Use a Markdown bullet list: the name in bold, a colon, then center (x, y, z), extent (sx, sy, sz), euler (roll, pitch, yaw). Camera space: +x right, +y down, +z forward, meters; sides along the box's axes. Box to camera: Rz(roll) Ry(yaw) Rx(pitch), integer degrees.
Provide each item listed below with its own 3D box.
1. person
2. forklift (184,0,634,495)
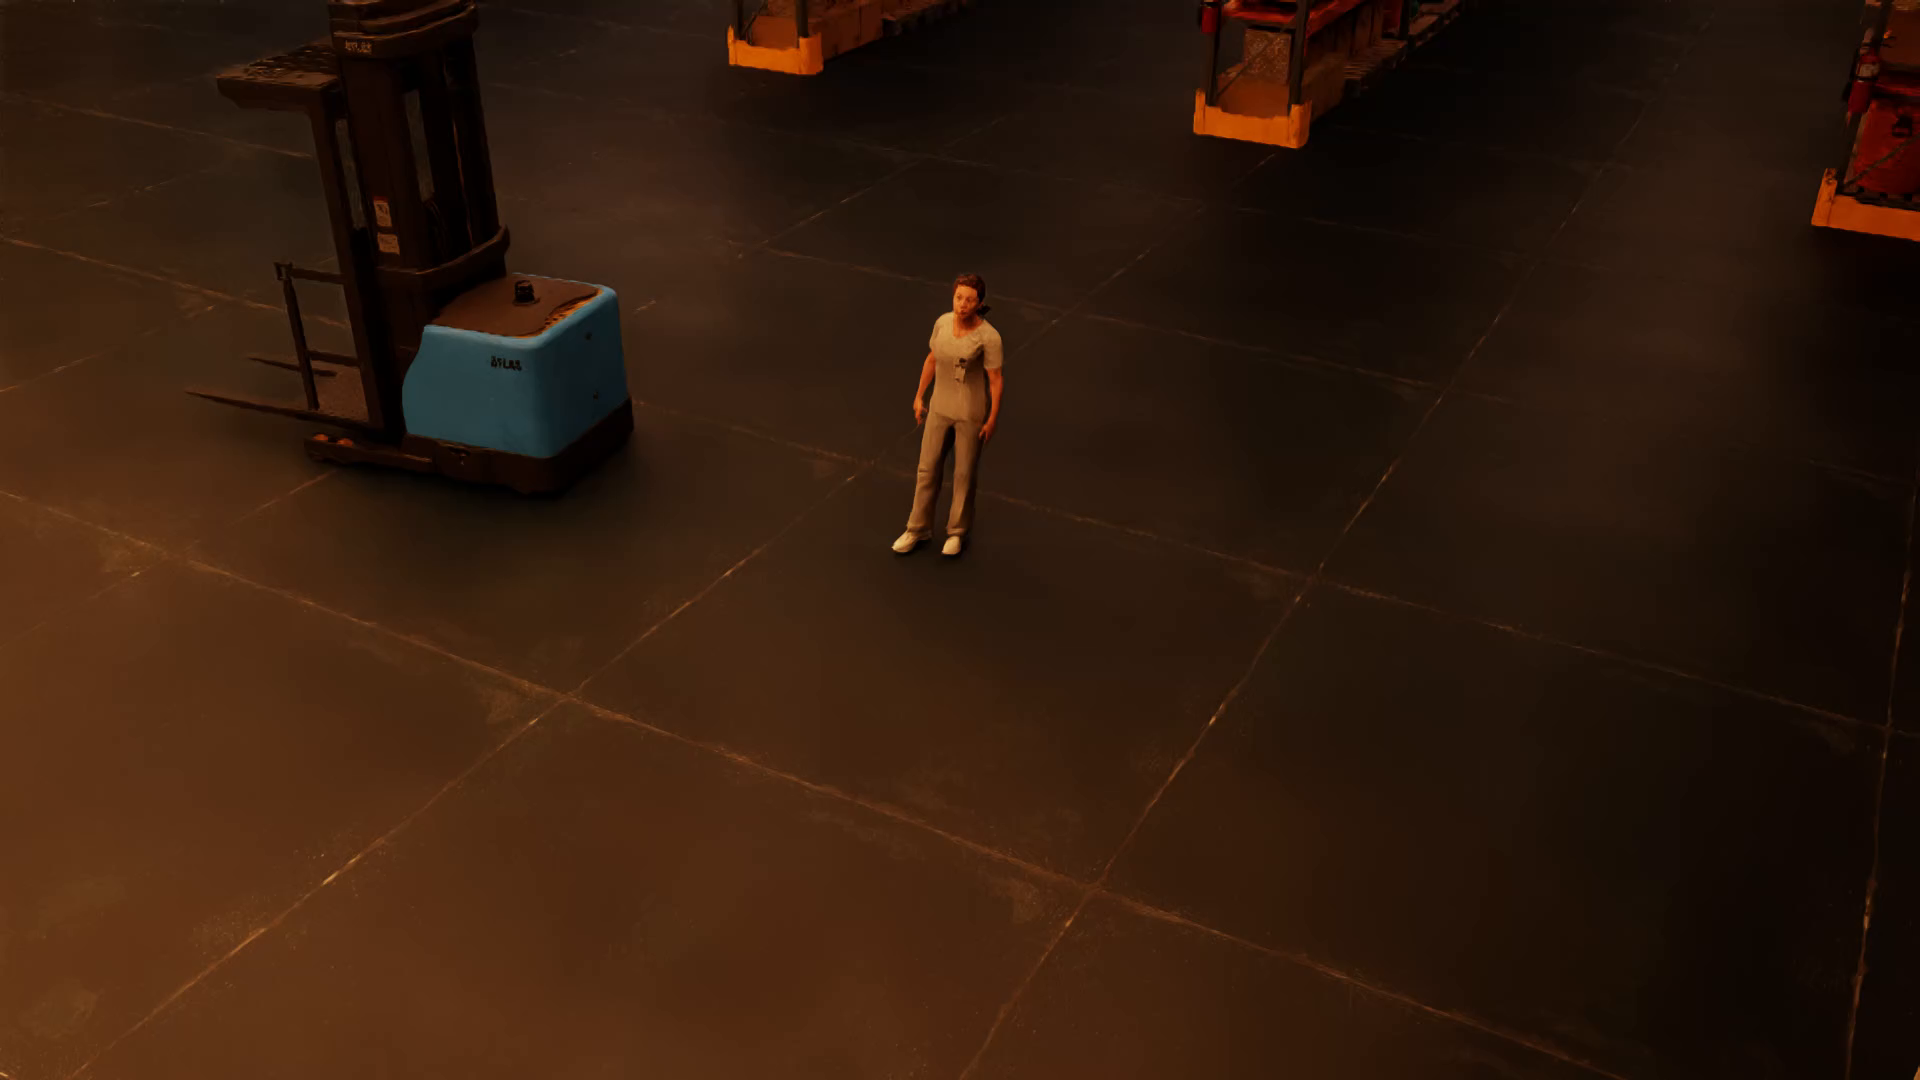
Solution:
- **person**: center (-0.047, -0.703, 9.530), extent (0.550, 1.674, 0.548), euler (15, 33, 25)
- **forklift**: center (-3.759, -1.998, 10.532), extent (3.031, 2.935, 1.130), euler (10, 32, 17)
